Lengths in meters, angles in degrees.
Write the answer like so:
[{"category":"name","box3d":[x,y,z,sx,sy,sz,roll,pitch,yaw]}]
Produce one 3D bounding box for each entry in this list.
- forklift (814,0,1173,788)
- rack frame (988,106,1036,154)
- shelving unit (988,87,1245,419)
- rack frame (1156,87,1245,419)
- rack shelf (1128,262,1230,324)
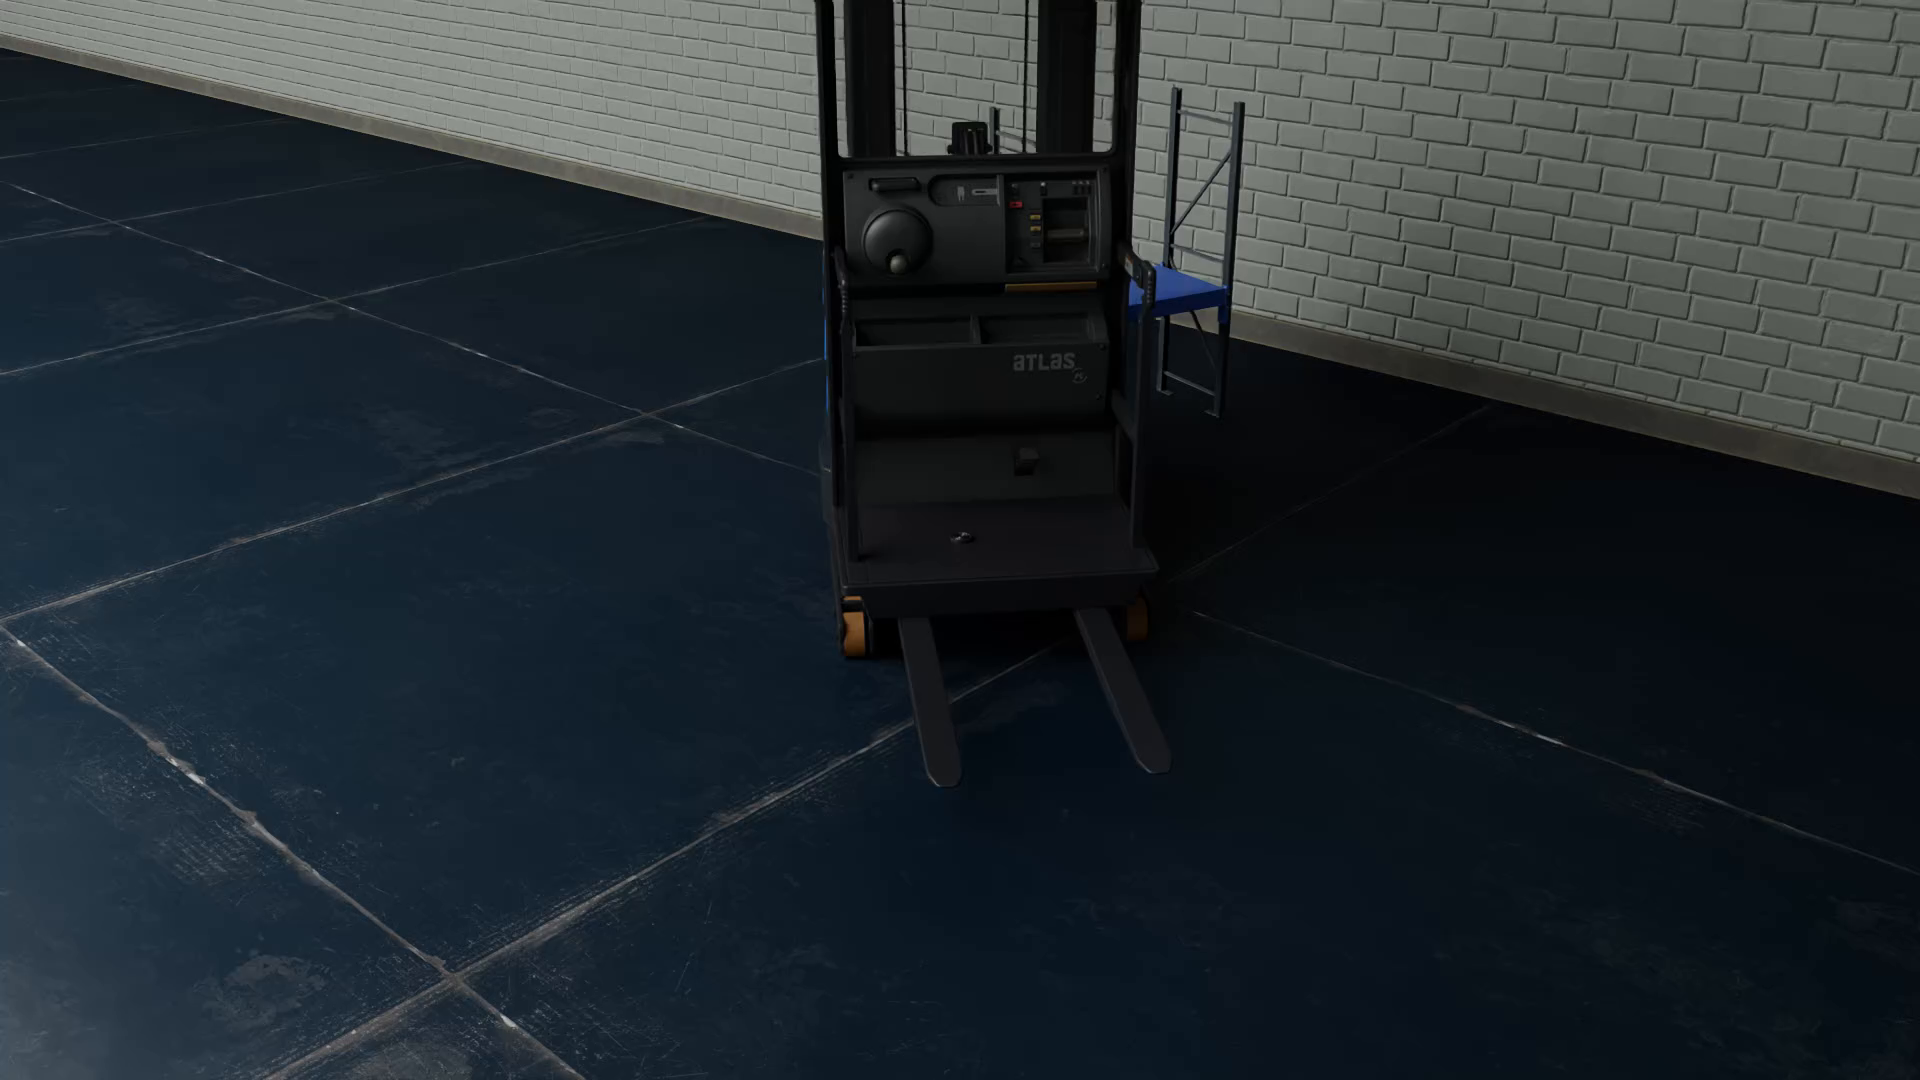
[{"category":"forklift","box3d":[0.091,-1.073,5.561,1.130,2.935,3.031,-3,24,-6]},{"category":"rack frame","box3d":[0.268,-1.149,7.479,0.032,1.500,0.500,-14,28,-28]},{"category":"shelving unit","box3d":[0.704,-1.256,7.718,1.048,1.500,0.538,-14,28,-28]},{"category":"rack frame","box3d":[1.139,-1.363,7.958,0.032,1.500,0.500,-14,28,-28]},{"category":"rack shelf","box3d":[0.704,-1.092,7.792,1.000,0.185,0.538,-14,28,-28]}]
